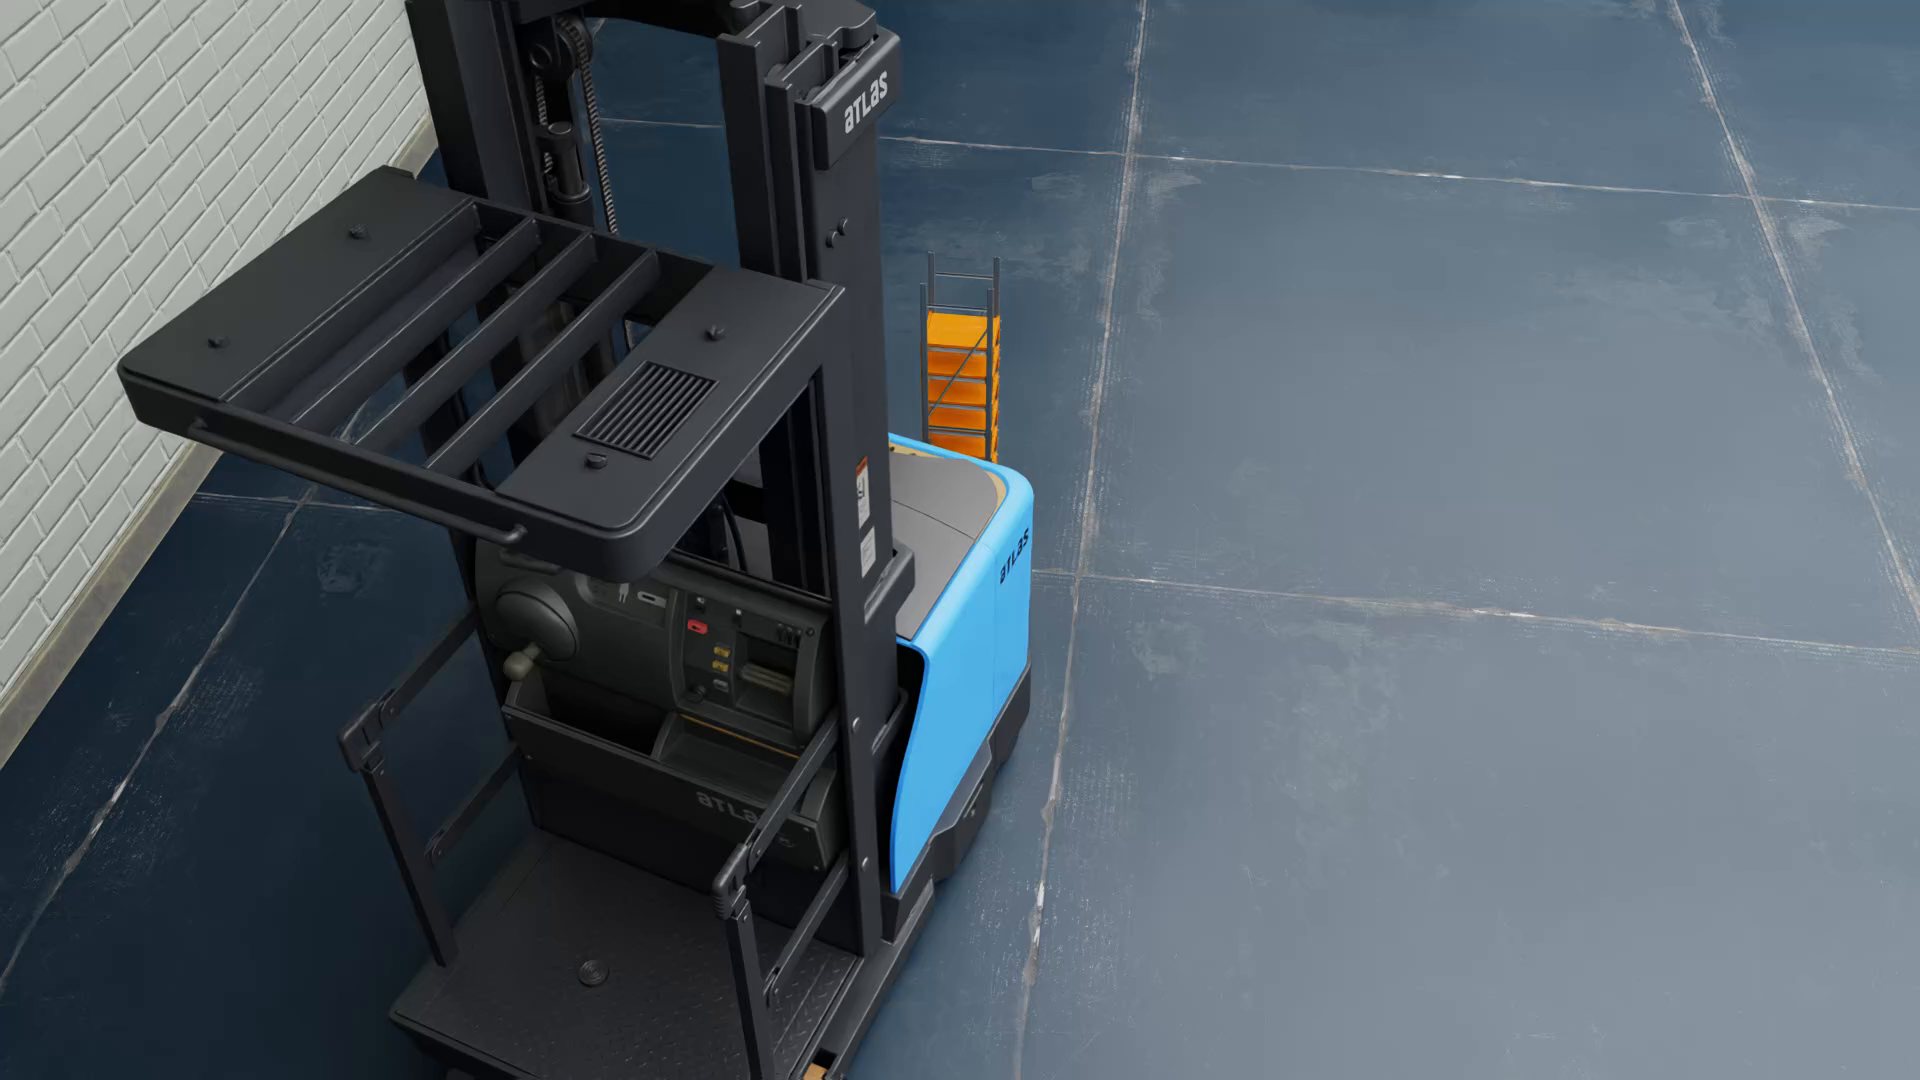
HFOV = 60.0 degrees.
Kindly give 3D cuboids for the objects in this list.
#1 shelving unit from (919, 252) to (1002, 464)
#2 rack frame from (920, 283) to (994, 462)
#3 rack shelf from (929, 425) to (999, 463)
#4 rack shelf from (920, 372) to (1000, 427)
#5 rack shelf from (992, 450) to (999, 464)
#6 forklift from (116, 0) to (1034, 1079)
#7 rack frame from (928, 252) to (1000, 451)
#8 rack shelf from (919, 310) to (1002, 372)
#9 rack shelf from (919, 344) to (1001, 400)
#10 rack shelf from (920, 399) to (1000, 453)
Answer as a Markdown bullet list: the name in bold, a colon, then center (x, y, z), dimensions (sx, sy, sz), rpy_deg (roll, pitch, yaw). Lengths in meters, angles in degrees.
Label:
- **shelving unit**: center (0.002, -0.446, 5.848), dimensions (0.258, 1.200, 0.189), rpy_deg (5, 44, 6)
- **rack frame**: center (-0.010, -0.383, 5.782), dimensions (0.240, 1.200, 0.006), rpy_deg (5, 44, 6)
- **rack shelf**: center (0.002, -0.326, 5.961), dimensions (0.258, 0.103, 0.180), rpy_deg (5, 44, 6)
- **rack shelf**: center (0.002, -0.500, 5.796), dimensions (0.258, 0.103, 0.180), rpy_deg (5, 44, 6)
- **rack shelf**: center (0.002, -0.239, 6.043), dimensions (0.258, 0.103, 0.180), rpy_deg (5, 44, 6)
- **forklift**: center (-0.834, 0.309, 3.792), dimensions (1.130, 2.935, 3.031), rpy_deg (17, 46, 17)
- **rack frame**: center (0.014, -0.508, 5.914), dimensions (0.240, 1.200, 0.006), rpy_deg (5, 44, 6)
- **rack shelf**: center (0.002, -0.675, 5.631), dimensions (0.258, 0.103, 0.180), rpy_deg (5, 44, 6)
- **rack shelf**: center (0.002, -0.588, 5.713), dimensions (0.258, 0.103, 0.180), rpy_deg (5, 44, 6)
- **rack shelf**: center (0.002, -0.413, 5.878), dimensions (0.258, 0.103, 0.180), rpy_deg (5, 44, 6)
